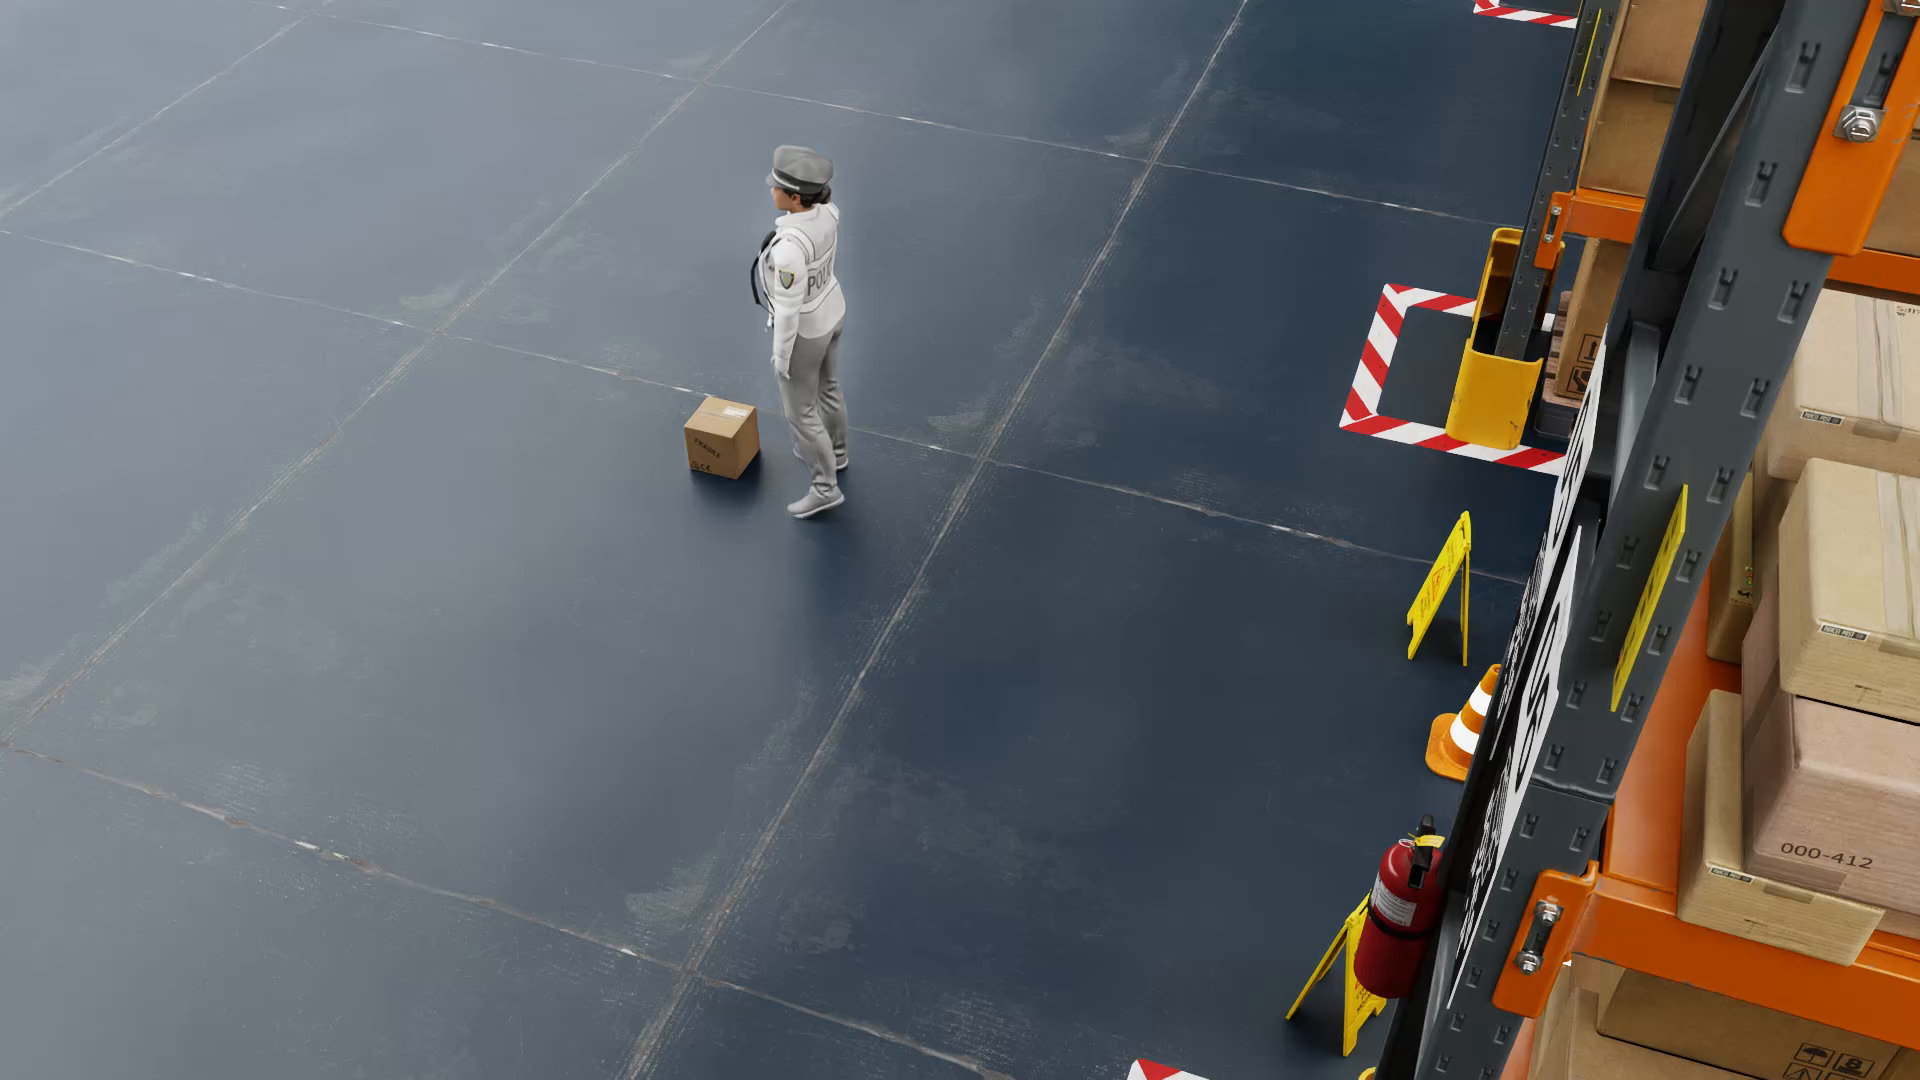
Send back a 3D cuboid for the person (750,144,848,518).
[{"bbox_3d":[-0.655,-0.881,7.157,0.399,1.740,0.510,15,44,16],"label":"person"}]
